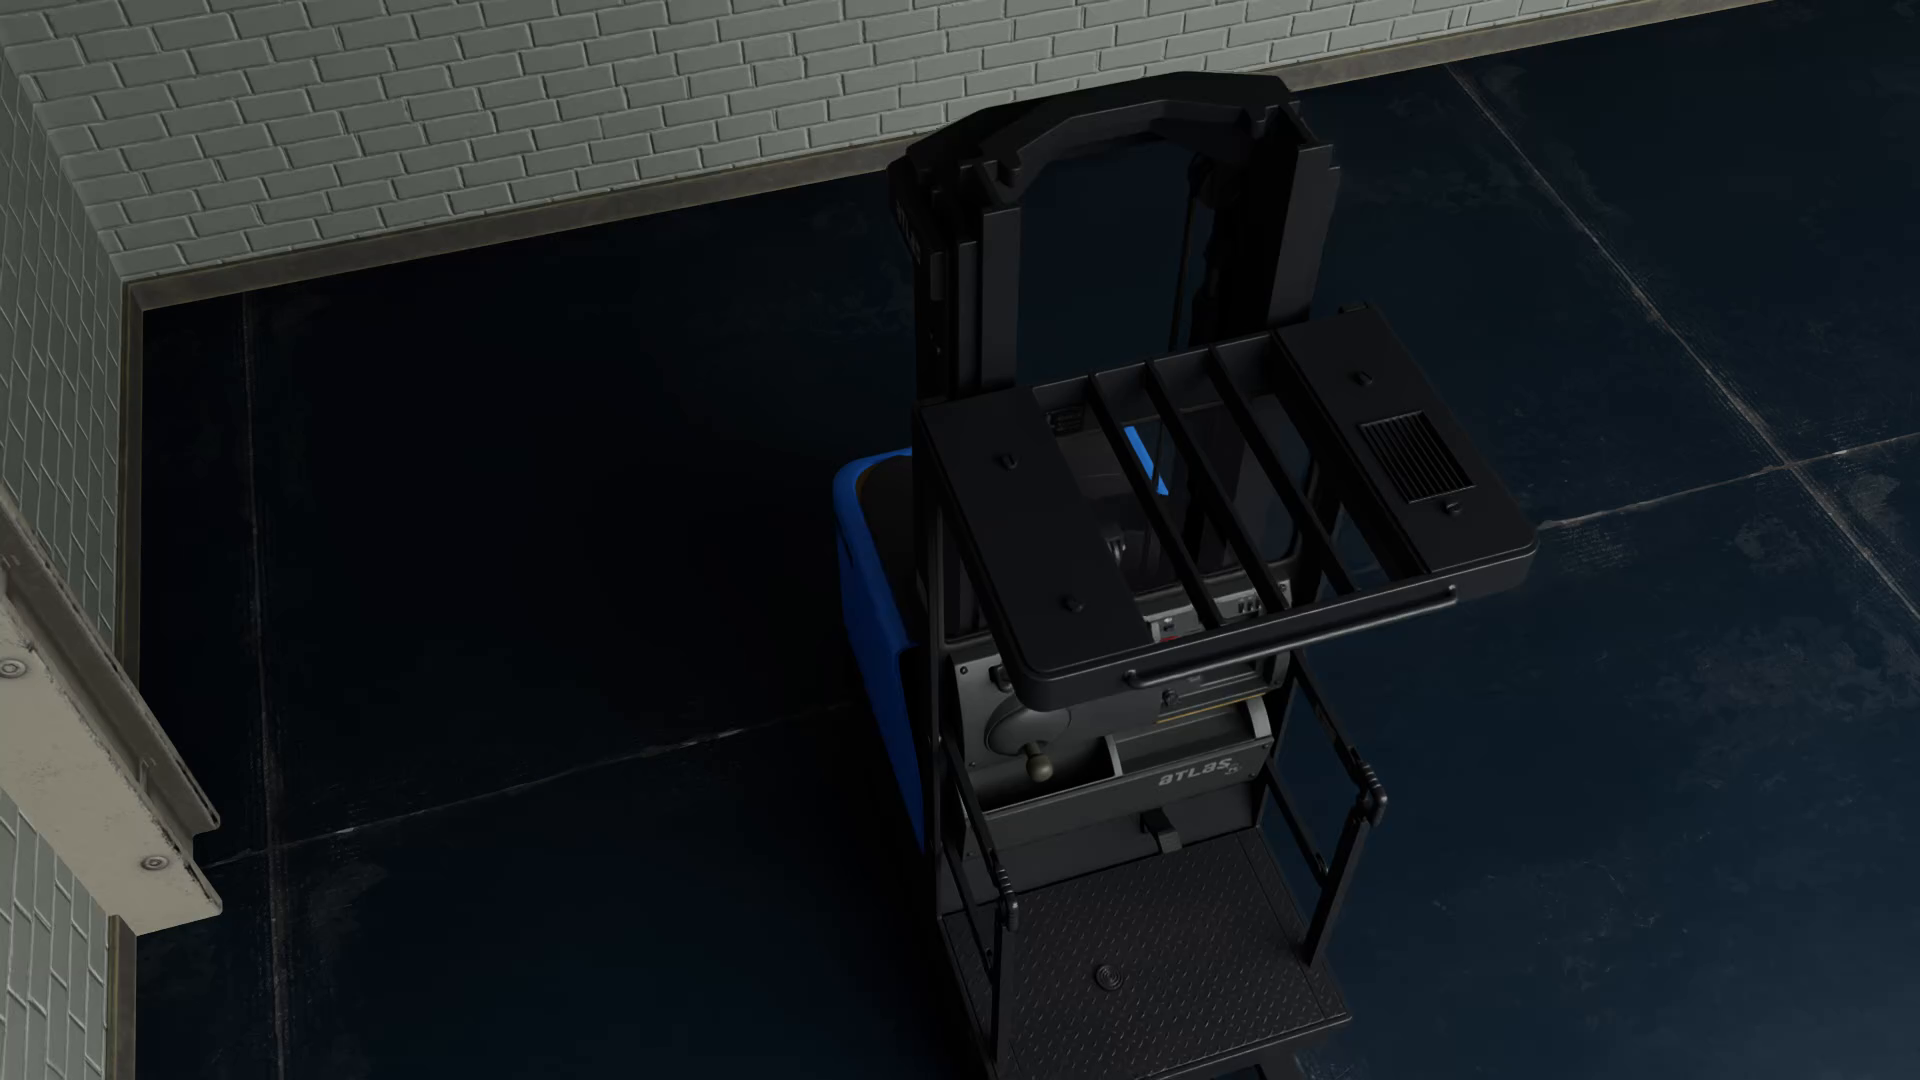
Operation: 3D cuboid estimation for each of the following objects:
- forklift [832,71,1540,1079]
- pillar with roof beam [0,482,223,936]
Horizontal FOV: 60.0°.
[{"bbox_3d":[0.503,0.468,4.229,1.130,2.935,3.031,-14,51,-11],"label":"forklift"},{"bbox_3d":[1.467,-2.749,2.971,9.100,9.000,0.400,-13,51,-11],"label":"pillar with roof beam"}]
